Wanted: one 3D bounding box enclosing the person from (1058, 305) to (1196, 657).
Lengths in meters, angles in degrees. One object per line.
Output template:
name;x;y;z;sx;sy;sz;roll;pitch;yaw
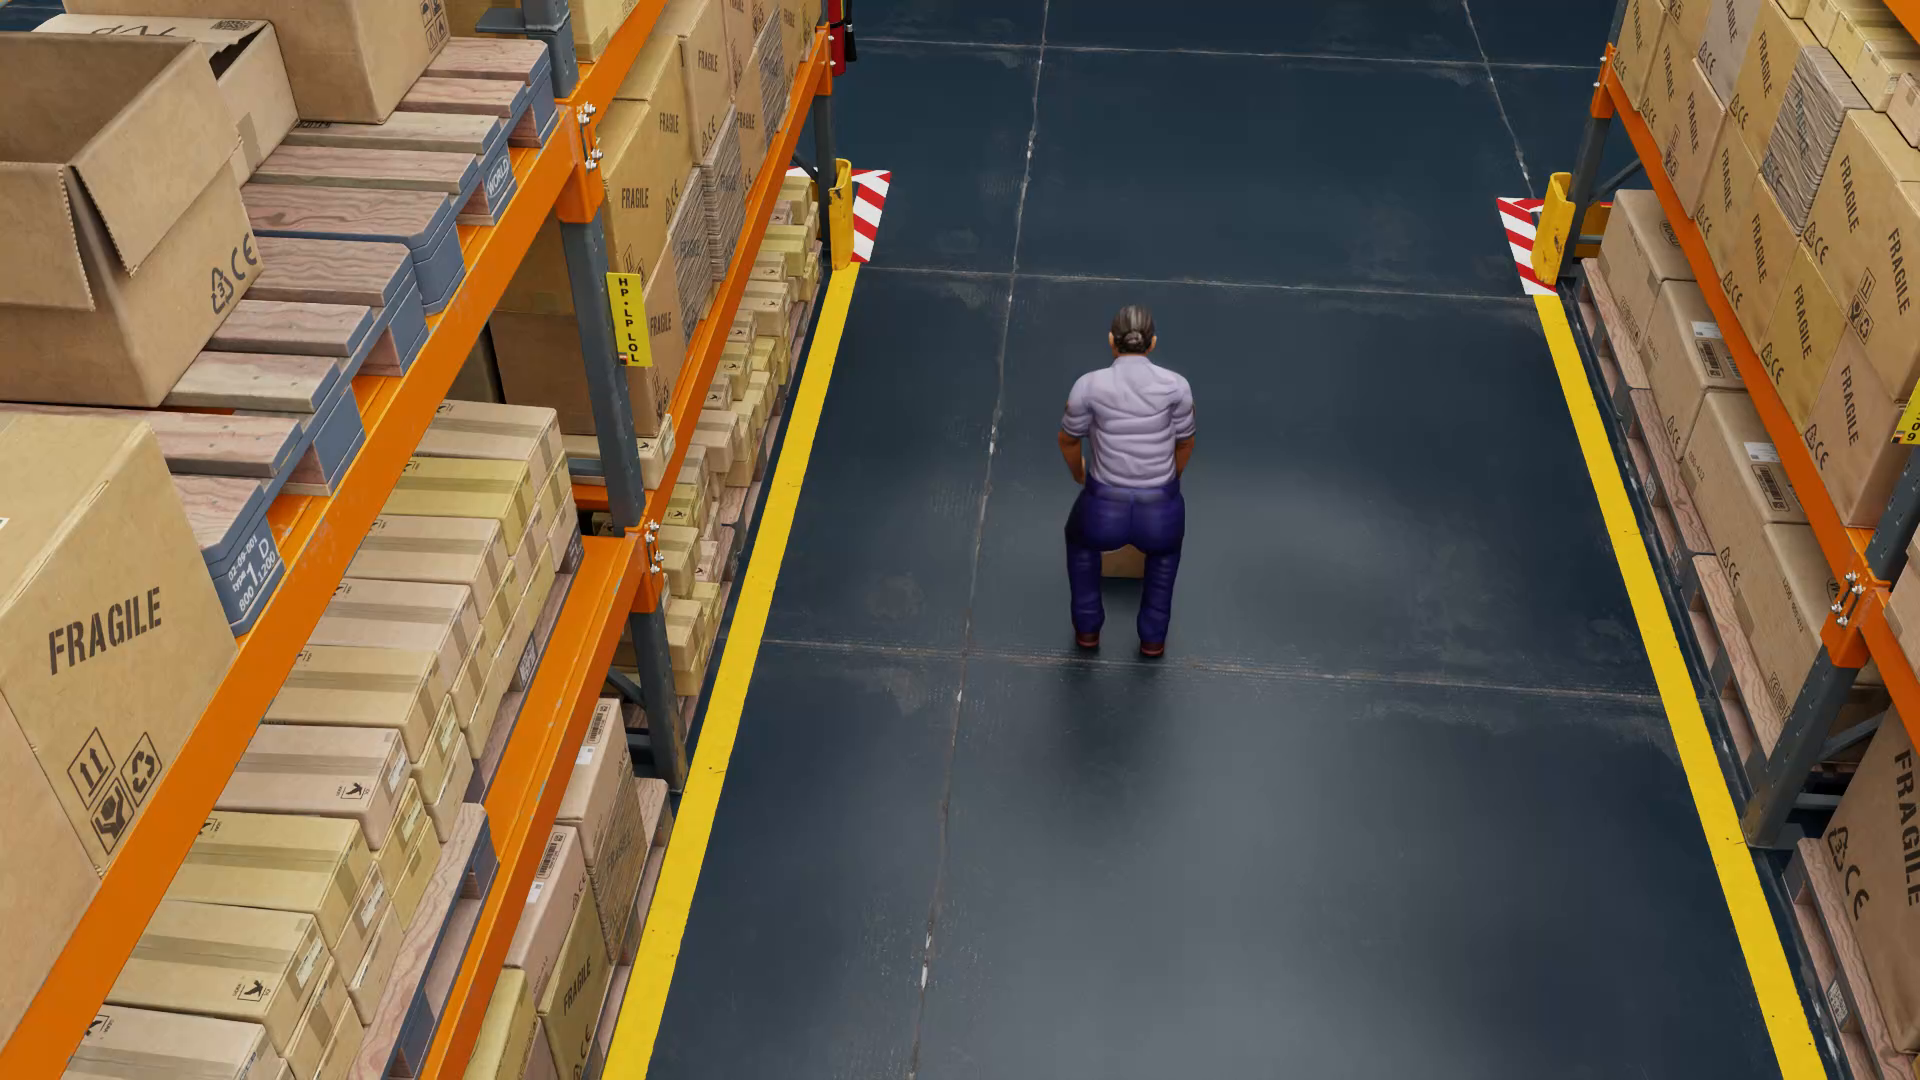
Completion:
person;0.638;-0.193;6.545;0.528;1.468;0.520;4;40;4
